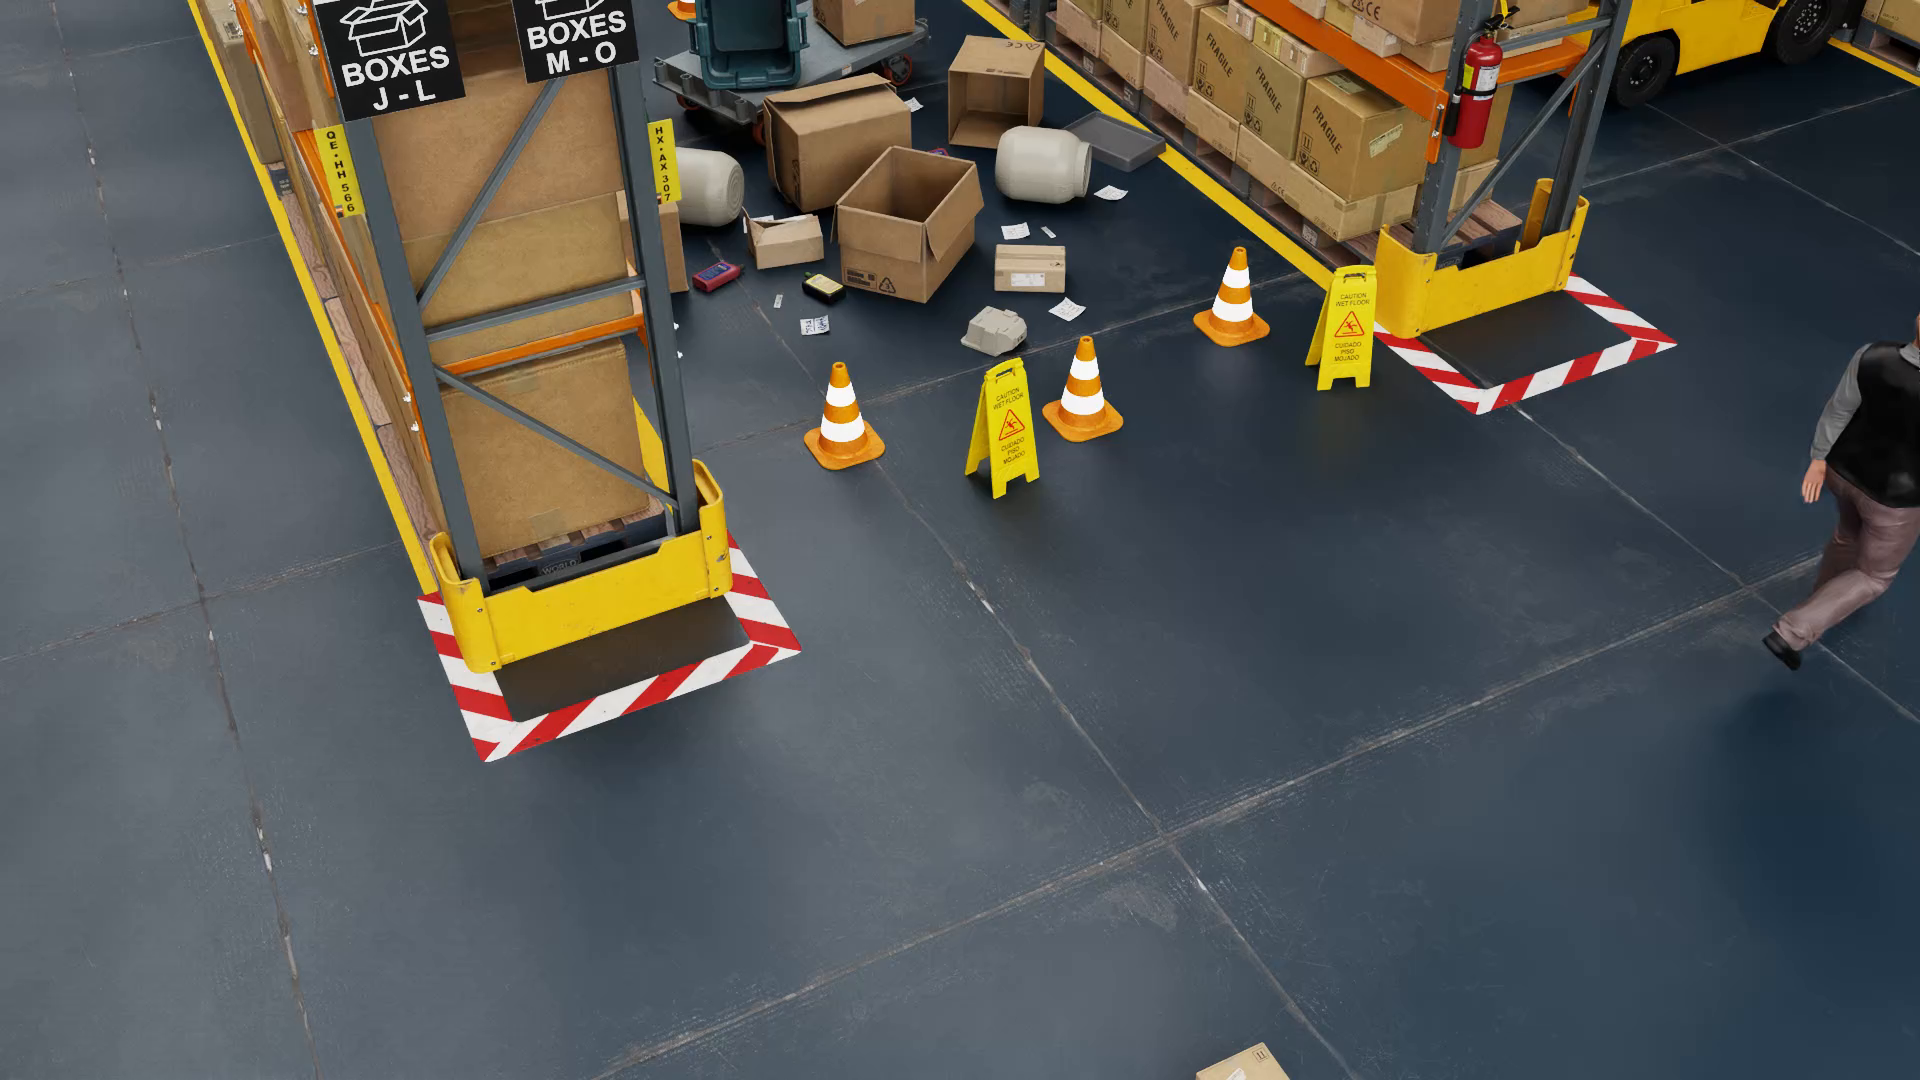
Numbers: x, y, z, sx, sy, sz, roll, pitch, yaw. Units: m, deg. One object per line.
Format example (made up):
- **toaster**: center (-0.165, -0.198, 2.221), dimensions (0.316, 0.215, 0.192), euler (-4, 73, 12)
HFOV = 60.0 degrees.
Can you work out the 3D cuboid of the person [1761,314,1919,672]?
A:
- **person**: center (3.542, -0.220, 6.425), dimensions (0.869, 1.691, 0.524), euler (-18, 44, -19)
